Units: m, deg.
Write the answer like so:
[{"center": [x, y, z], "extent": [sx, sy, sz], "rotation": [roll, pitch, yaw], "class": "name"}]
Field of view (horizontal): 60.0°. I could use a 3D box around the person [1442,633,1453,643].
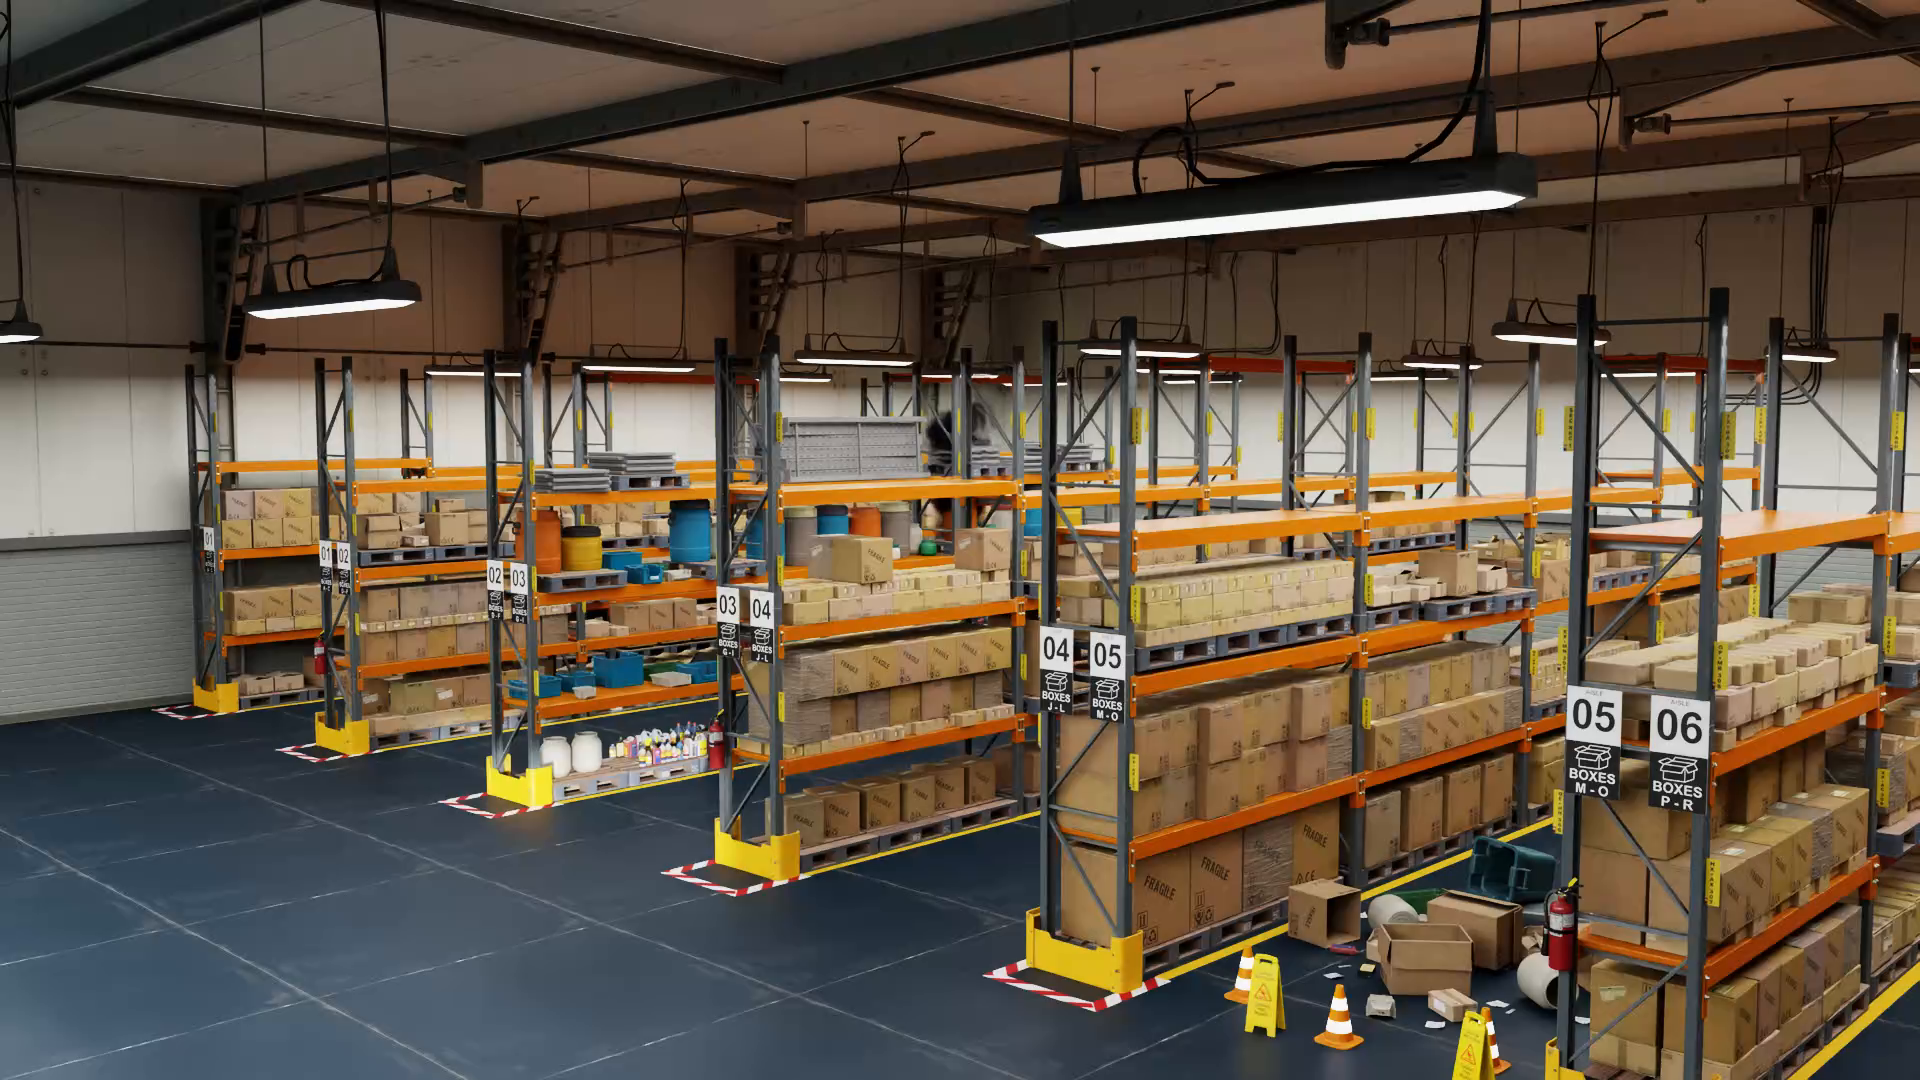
[{"center": [7.913, 2.275, 26.966], "extent": [0.586, 1.663, 0.760], "rotation": [4, 6, 42], "class": "person"}]
